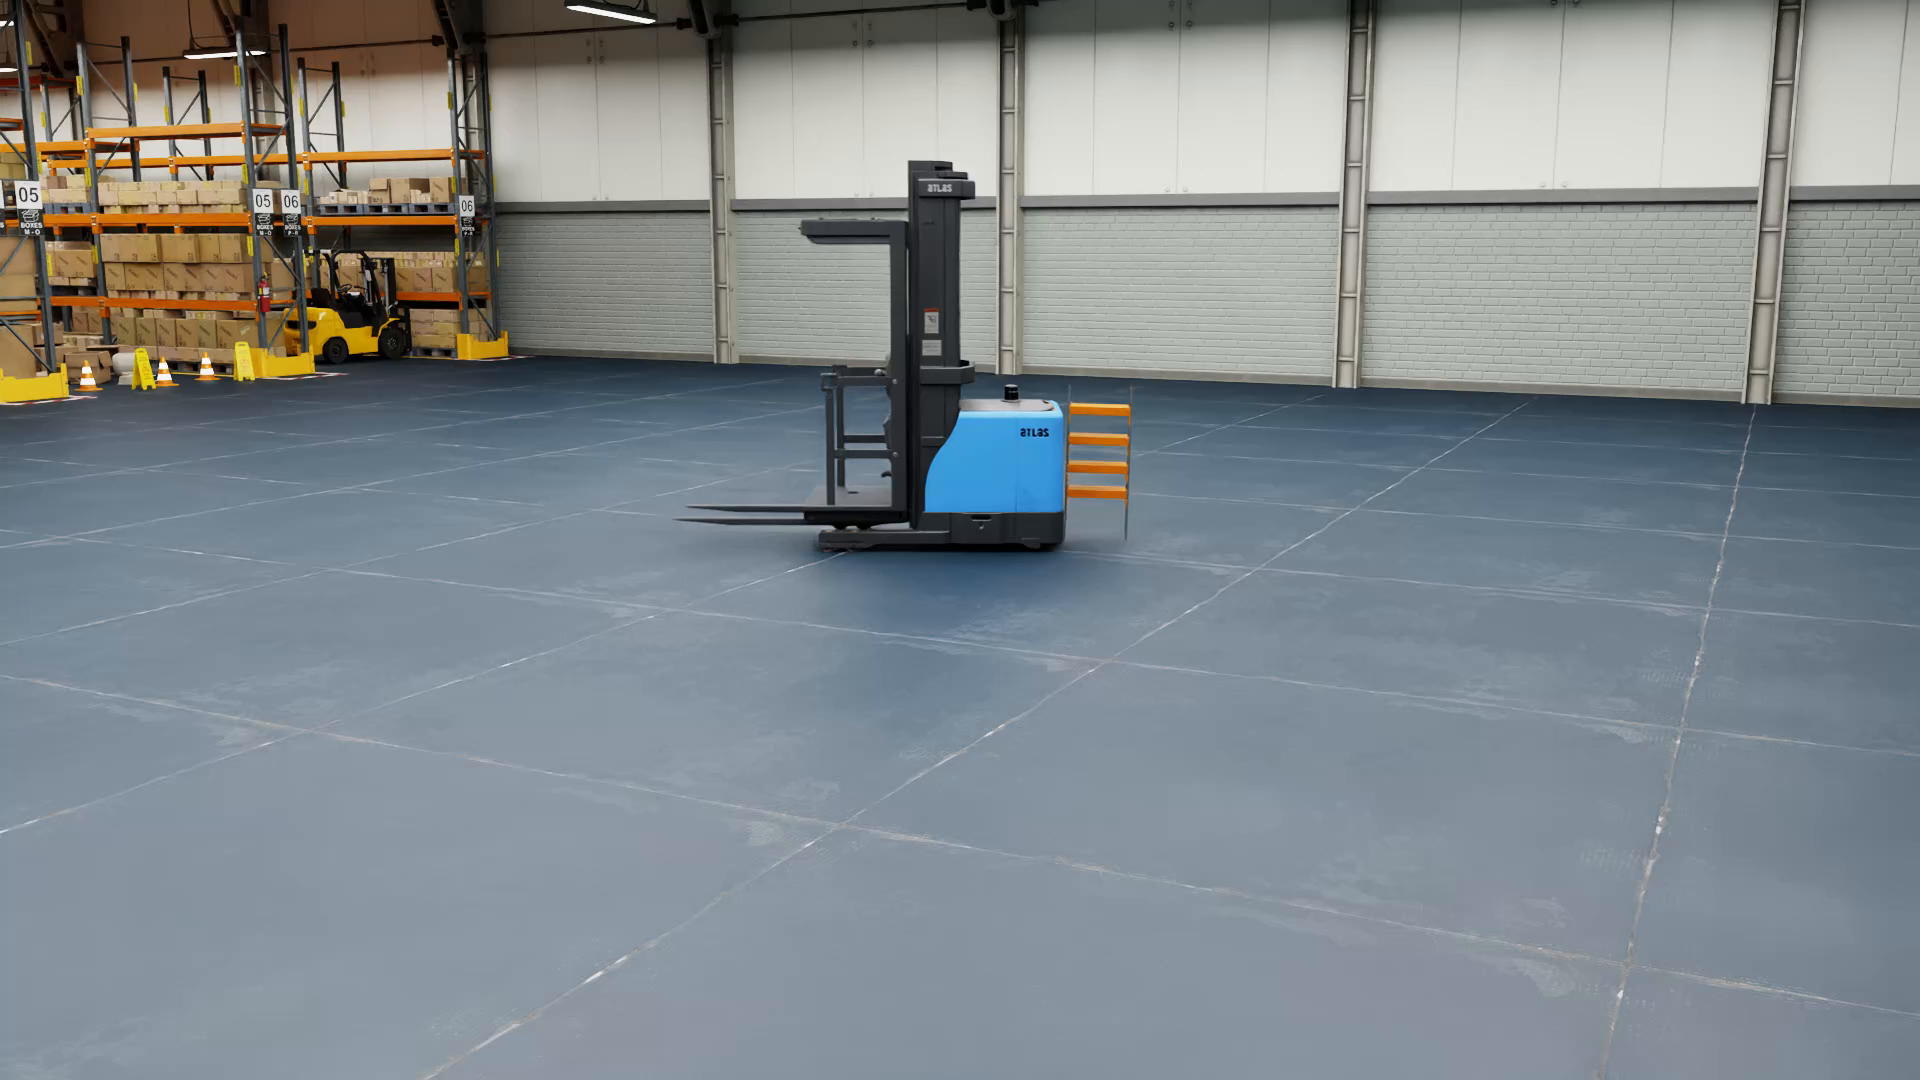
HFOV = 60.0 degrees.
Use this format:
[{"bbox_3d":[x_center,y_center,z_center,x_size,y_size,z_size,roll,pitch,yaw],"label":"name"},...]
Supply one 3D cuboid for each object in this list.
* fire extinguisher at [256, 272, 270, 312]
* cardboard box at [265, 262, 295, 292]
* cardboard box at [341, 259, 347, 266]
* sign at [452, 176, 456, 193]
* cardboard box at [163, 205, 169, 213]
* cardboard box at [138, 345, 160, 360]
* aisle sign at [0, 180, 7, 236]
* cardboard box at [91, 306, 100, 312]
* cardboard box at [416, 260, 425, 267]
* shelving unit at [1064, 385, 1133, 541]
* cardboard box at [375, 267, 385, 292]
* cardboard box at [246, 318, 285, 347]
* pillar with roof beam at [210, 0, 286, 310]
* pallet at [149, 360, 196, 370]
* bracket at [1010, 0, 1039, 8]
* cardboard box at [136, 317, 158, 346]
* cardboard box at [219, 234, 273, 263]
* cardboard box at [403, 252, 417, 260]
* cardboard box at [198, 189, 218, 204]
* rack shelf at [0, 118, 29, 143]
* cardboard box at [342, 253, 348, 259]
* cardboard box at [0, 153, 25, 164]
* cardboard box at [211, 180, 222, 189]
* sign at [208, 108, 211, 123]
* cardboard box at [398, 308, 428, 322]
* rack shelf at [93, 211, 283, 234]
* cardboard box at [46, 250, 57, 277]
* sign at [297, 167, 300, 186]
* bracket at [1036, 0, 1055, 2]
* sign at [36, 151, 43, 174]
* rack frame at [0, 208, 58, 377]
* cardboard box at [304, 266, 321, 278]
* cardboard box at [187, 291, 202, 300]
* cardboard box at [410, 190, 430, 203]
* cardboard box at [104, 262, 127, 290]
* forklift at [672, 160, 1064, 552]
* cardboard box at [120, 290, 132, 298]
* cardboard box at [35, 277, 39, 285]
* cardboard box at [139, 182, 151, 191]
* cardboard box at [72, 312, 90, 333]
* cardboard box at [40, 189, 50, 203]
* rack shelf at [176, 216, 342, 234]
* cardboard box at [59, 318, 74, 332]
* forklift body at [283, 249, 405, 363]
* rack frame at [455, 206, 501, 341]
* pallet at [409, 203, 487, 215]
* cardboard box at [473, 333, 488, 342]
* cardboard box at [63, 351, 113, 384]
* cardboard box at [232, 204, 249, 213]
[{"bbox_3d":[-11.956,-4.259,28.556,0.183,0.674,0.296,5,11,26],"label":"fire extinguisher"},{"bbox_3d":[-12.157,-4.657,29.421,0.500,0.500,0.500,5,11,25],"label":"cardboard box"},{"bbox_3d":[-12.600,-5.753,34.491,0.250,0.149,0.380,5,11,26],"label":"cardboard box"},{"bbox_3d":[-9.914,-6.960,32.575,0.005,0.325,0.100,5,11,26],"label":"sign"},{"bbox_3d":[-13.886,-5.861,29.476,0.250,0.149,0.380,5,11,26],"label":"cardboard box"},{"bbox_3d":[-14.548,-3.418,30.237,0.500,0.250,0.500,6,12,29],"label":"cardboard box"},{"bbox_3d":[-14.023,-4.807,24.066,0.004,0.787,0.394,5,11,26],"label":"aisle sign"},{"bbox_3d":[-19.701,-5.315,38.194,0.250,0.149,0.380,4,11,23],"label":"cardboard box"},{"bbox_3d":[-10.762,-5.590,33.594,0.250,0.149,0.380,5,11,25],"label":"cardboard box"},{"bbox_3d":[1.095,-0.614,13.219,0.503,1.200,0.258,2,10,4],"label":"shelving unit"},{"bbox_3d":[-11.596,-5.339,34.027,0.500,0.500,0.500,5,11,26],"label":"cardboard box"},{"bbox_3d":[-12.477,-3.712,29.751,0.500,0.500,0.500,5,11,24],"label":"cardboard box"},{"bbox_3d":[-17.173,-8.109,32.765,0.548,9.000,9.100,5,11,26],"label":"pillar with roof beam"},{"bbox_3d":[-14.824,-3.275,30.734,1.213,0.211,1.003,5,11,26],"label":"pallet"},{"bbox_3d":[1.089,-9.060,27.912,0.430,0.232,0.235,5,11,26],"label":"bracket"},{"bbox_3d":[-14.547,-3.787,30.170,0.500,0.500,0.500,6,12,28],"label":"cardboard box"},{"bbox_3d":[-12.409,-5.072,28.910,0.500,0.500,0.700,5,11,24],"label":"cardboard box"},{"bbox_3d":[-11.031,-5.747,33.623,0.250,0.149,0.380,5,12,27],"label":"cardboard box"},{"bbox_3d":[-12.878,-5.967,28.942,0.500,0.250,0.500,5,11,25],"label":"cardboard box"},{"bbox_3d":[-15.748,-6.140,25.029,4.000,0.370,1.077,5,11,26],"label":"rack shelf"},{"bbox_3d":[-12.587,-5.905,34.498,0.250,0.149,0.380,5,11,25],"label":"cardboard box"},{"bbox_3d":[-14.113,-5.659,24.657,0.250,0.149,0.380,5,11,26],"label":"cardboard box"},{"bbox_3d":[-12.740,-6.147,28.817,0.250,0.149,0.380,5,11,25],"label":"cardboard box"},{"bbox_3d":[-16.594,-9.381,36.730,0.005,0.325,0.100,5,11,26],"label":"sign"},{"bbox_3d":[-11.130,-4.582,33.859,0.500,0.250,0.500,5,11,27],"label":"cardboard box"},{"bbox_3d":[-13.648,-5.659,29.673,4.000,0.370,1.077,5,11,26],"label":"rack shelf"},{"bbox_3d":[-16.863,-5.177,31.117,0.500,0.500,0.500,5,12,28],"label":"cardboard box"},{"bbox_3d":[-11.615,-6.372,29.139,0.005,0.325,0.100,5,11,26],"label":"sign"},{"bbox_3d":[3.415,-8.855,26.783,4.783,0.066,0.076,5,11,26],"label":"bracket"},{"bbox_3d":[-13.703,-5.614,24.728,0.005,0.325,0.100,5,11,26],"label":"sign"},{"bbox_3d":[-13.954,-3.581,24.593,0.127,3.000,1.000,5,11,26],"label":"rack frame"},{"bbox_3d":[-13.802,-5.658,35.086,0.500,0.250,0.500,5,11,25],"label":"cardboard box"},{"bbox_3d":[-13.463,-4.341,29.497,0.250,0.149,0.380,5,11,25],"label":"cardboard box"},{"bbox_3d":[-10.767,-6.875,33.289,0.258,0.266,0.396,5,11,26],"label":"cardboard box"},{"bbox_3d":[-15.171,-4.811,30.274,0.500,0.500,0.500,5,11,26],"label":"cardboard box"},{"bbox_3d":[-0.715,-1.442,12.966,3.031,2.935,1.130,0,10,0],"label":"forklift"},{"bbox_3d":[-15.052,-4.483,30.285,0.250,0.149,0.380,5,12,27],"label":"cardboard box"},{"bbox_3d":[-17.392,-4.902,31.421,0.250,0.149,0.380,5,12,28],"label":"cardboard box"},{"bbox_3d":[-14.356,-6.288,29.594,0.250,0.149,0.380,5,11,24],"label":"cardboard box"},{"bbox_3d":[-20.089,-5.021,38.388,0.500,0.500,0.500,6,12,28],"label":"cardboard box"},{"bbox_3d":[-16.938,-6.407,31.030,0.500,0.250,0.500,5,11,27],"label":"cardboard box"},{"bbox_3d":[-15.042,-6.767,35.796,4.000,0.370,1.077,5,11,26],"label":"rack shelf"},{"bbox_3d":[-20.911,-5.091,39.310,0.500,0.311,0.500,5,12,28],"label":"cardboard box"},{"bbox_3d":[-12.170,-4.613,32.678,1.214,2.155,2.313,5,11,26],"label":"forklift body"},{"bbox_3d":[-9.662,-5.172,33.387,0.127,3.000,1.000,5,11,26],"label":"rack frame"},{"bbox_3d":[-10.284,-6.665,33.458,1.213,0.211,1.003,5,11,26],"label":"pallet"},{"bbox_3d":[-10.016,-4.096,33.981,0.500,0.250,0.500,5,11,26],"label":"cardboard box"},{"bbox_3d":[-14.550,-2.885,27.758,0.637,0.503,0.797,-2,11,-14],"label":"cardboard box"},{"bbox_3d":[-12.298,-5.715,28.669,0.250,0.149,0.380,5,11,26],"label":"cardboard box"}]
